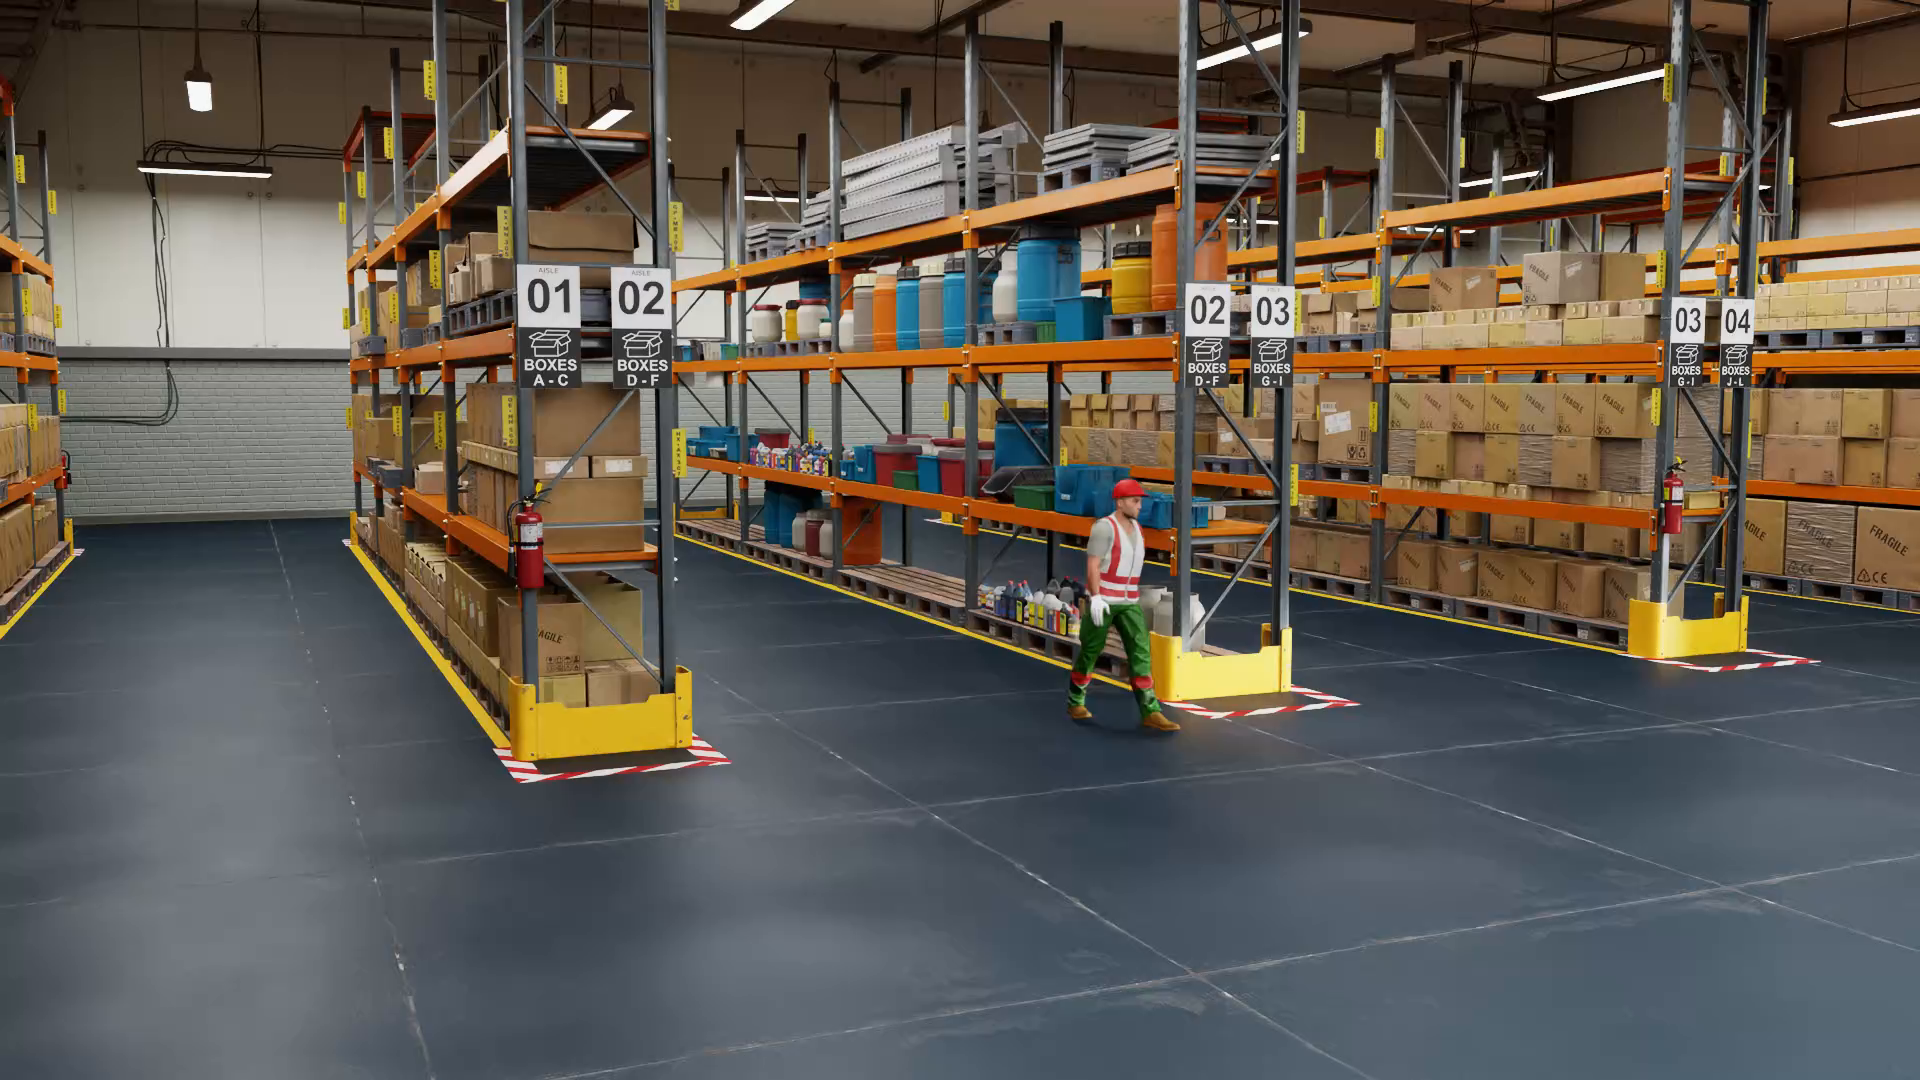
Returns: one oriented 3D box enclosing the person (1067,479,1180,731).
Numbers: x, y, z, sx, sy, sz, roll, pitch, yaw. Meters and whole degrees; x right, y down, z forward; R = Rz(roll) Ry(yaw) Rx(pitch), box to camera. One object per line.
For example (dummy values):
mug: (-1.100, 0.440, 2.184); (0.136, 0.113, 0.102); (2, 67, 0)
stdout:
person: (1.128, 0.440, 11.702); (0.611, 1.730, 0.959); (-3, 6, -32)
